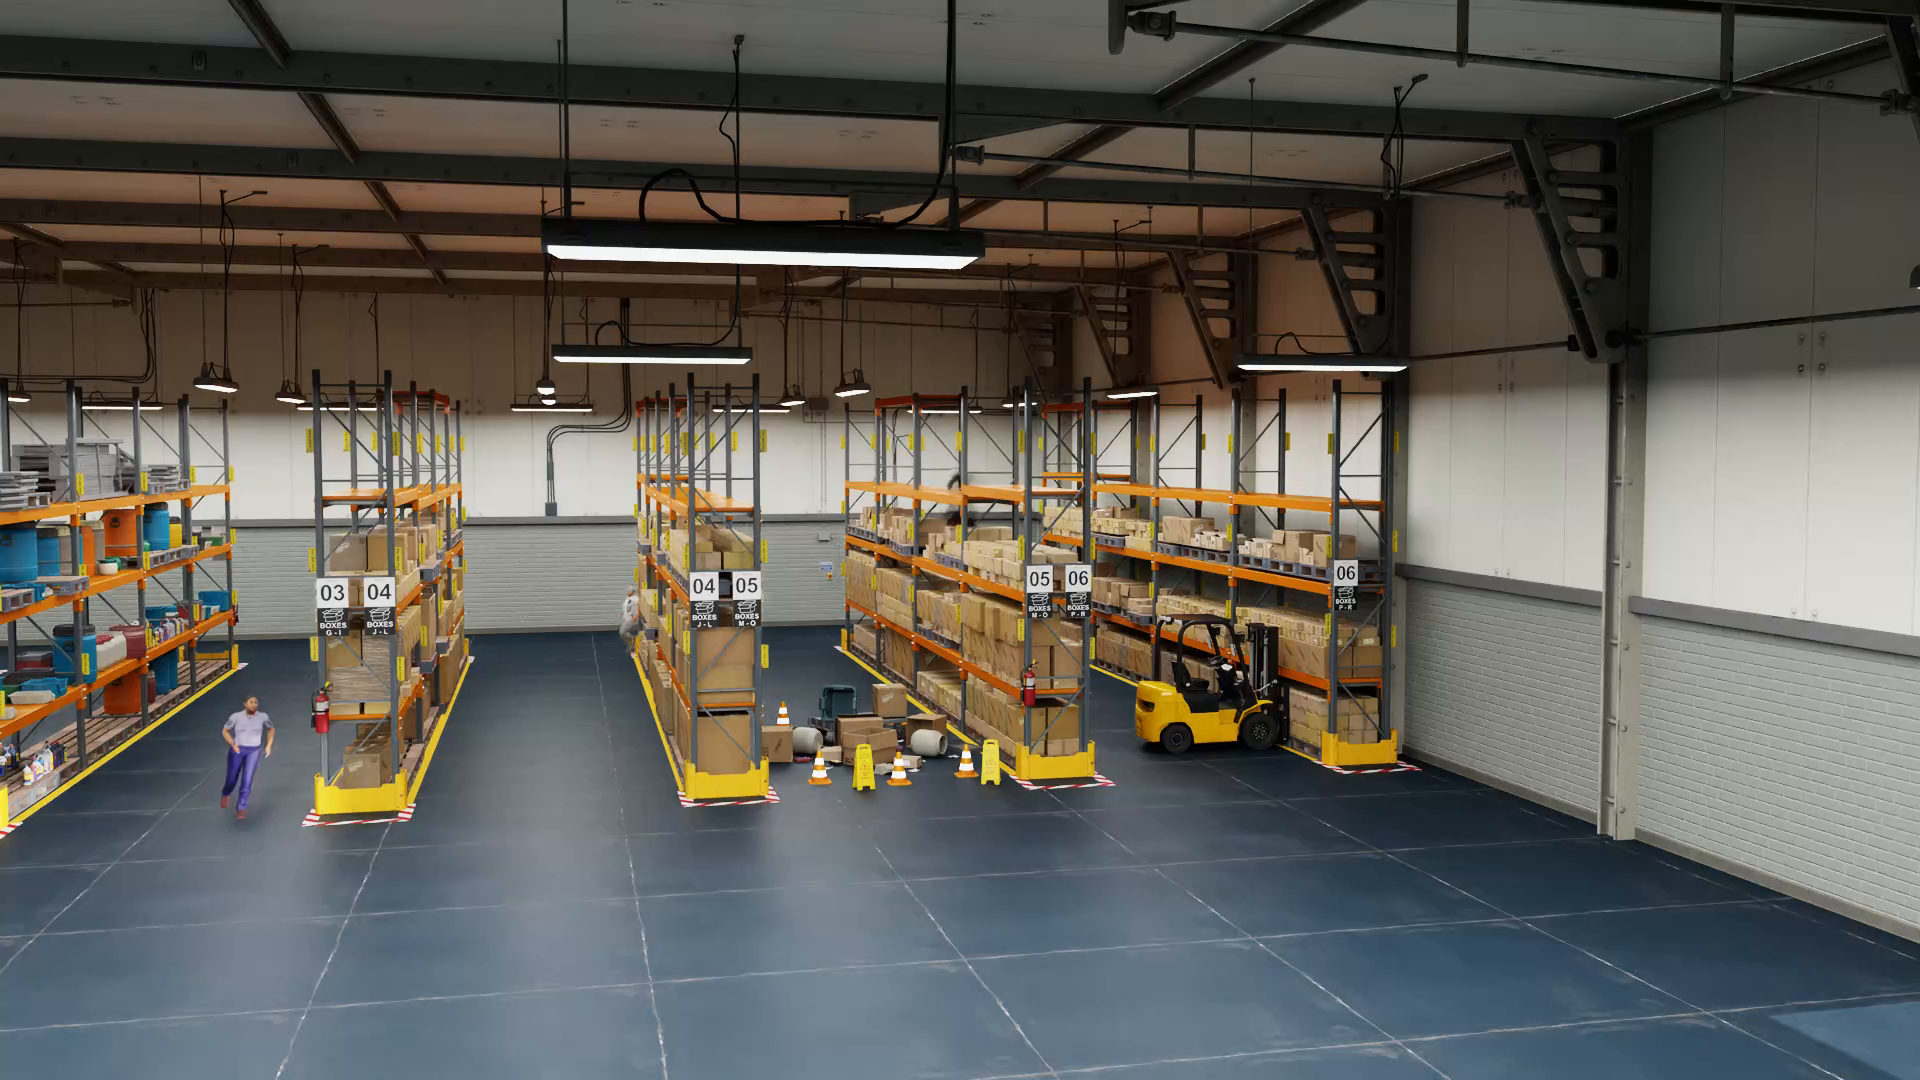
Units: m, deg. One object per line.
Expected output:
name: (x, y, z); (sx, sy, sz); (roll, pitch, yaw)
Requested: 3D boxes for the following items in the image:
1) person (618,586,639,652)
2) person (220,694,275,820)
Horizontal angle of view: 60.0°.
person: (-7.926, 1.902, 39.869); (0.542, 1.615, 0.665); (-2, 4, -35)
person: (-9.656, 2.900, 22.539); (0.703, 1.625, 0.780); (-2, 4, -27)
